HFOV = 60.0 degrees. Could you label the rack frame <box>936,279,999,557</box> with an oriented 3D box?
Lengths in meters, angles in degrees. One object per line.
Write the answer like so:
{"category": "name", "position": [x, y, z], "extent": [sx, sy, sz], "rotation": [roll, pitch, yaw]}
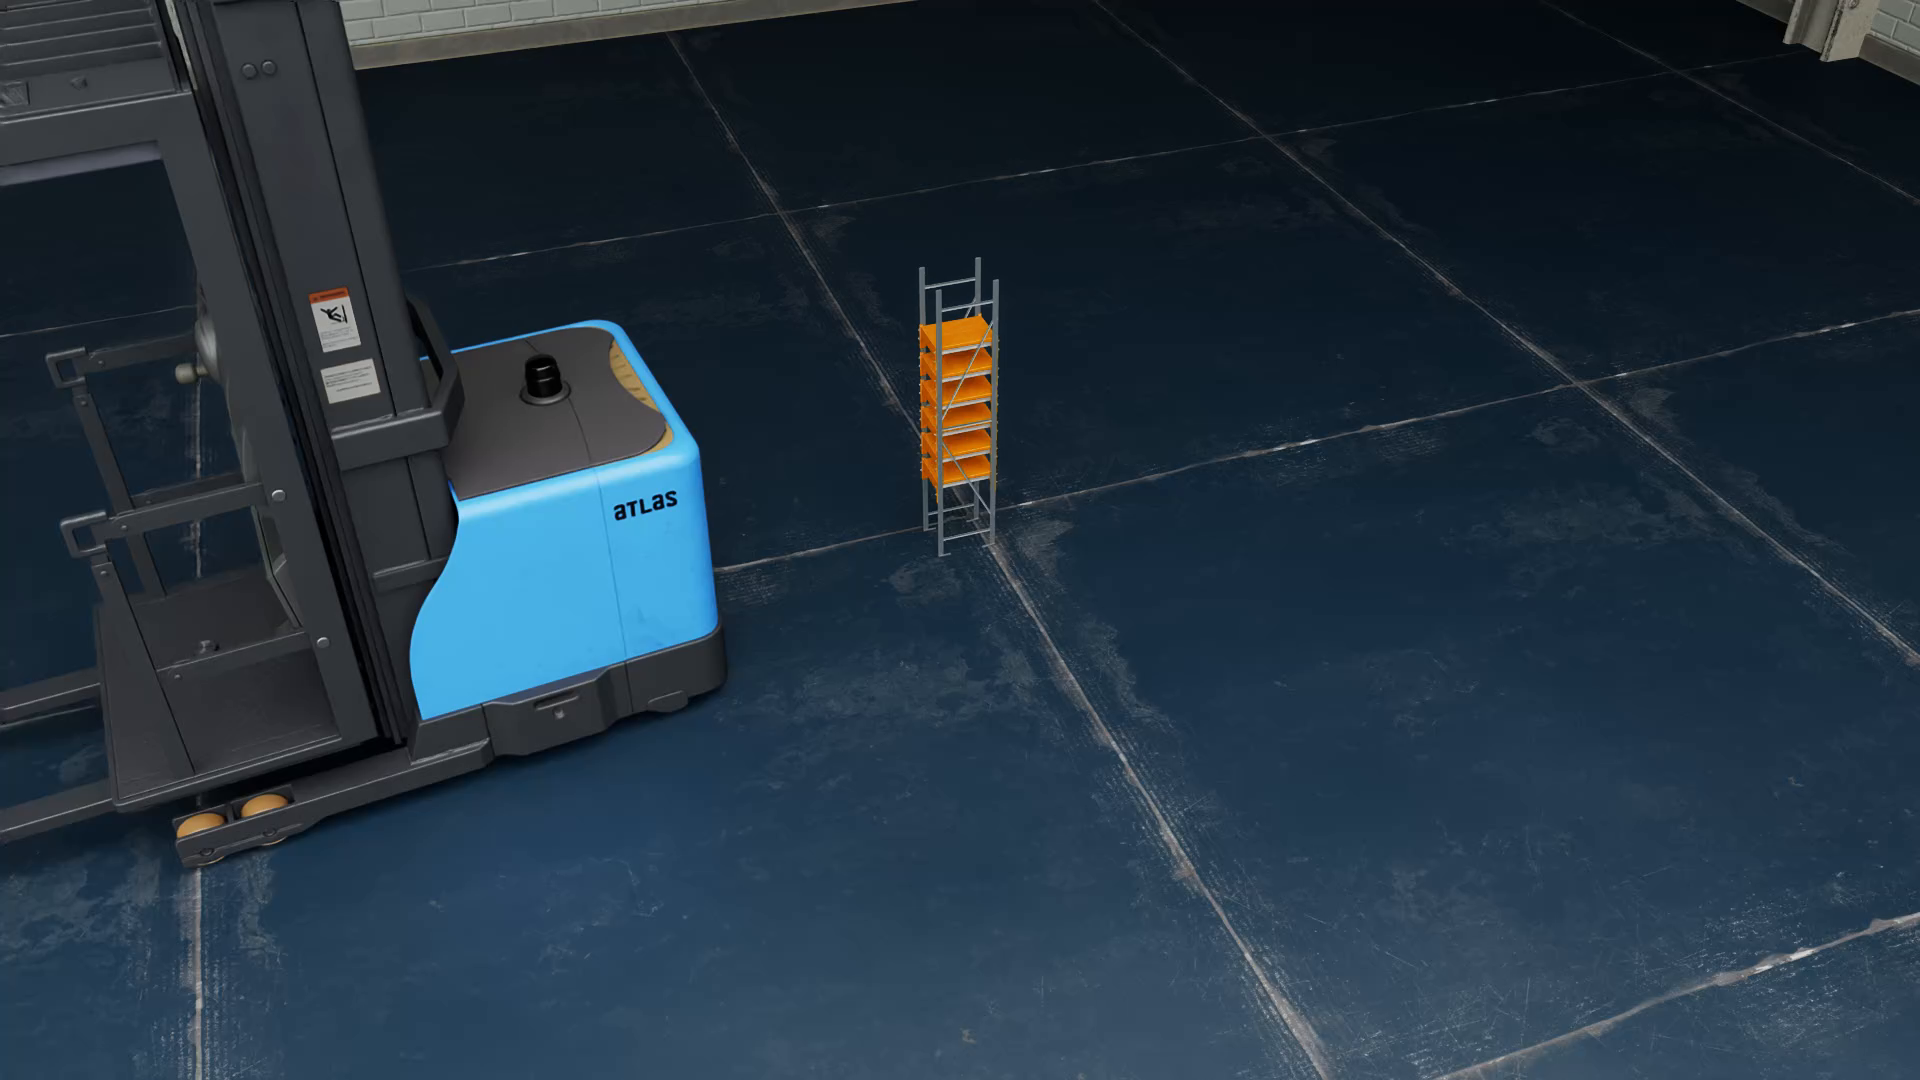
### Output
{"category": "rack frame", "position": [0.026, -0.436, 6.331], "extent": [0.240, 1.200, 0.006], "rotation": [-12, 39, -16]}

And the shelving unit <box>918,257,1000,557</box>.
{"category": "shelving unit", "position": [-0.005, -0.487, 6.400], "extent": [0.258, 1.200, 0.189], "rotation": [-12, 39, -16]}

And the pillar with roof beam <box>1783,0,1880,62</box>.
{"category": "pillar with roof beam", "position": [1.714, -5.985, 7.217], "extent": [9.100, 9.000, 0.400], "rotation": [-12, 39, -16]}

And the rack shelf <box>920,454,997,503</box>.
{"category": "rack shelf", "position": [-0.005, -0.260, 6.571], "extent": [0.258, 0.103, 0.180], "rotation": [-12, 39, -16]}

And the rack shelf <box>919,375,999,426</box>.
{"category": "rack shelf", "position": [-0.005, -0.548, 6.354], "extent": [0.258, 0.103, 0.180], "rotation": [-12, 39, -16]}

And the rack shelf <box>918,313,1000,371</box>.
{"category": "rack shelf", "position": [-0.005, -0.739, 6.210], "extent": [0.258, 0.103, 0.180], "rotation": [-12, 39, -16]}

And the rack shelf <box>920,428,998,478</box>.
{"category": "rack shelf", "position": [-0.005, -0.356, 6.499], "extent": [0.258, 0.103, 0.180], "rotation": [-12, 39, -16]}

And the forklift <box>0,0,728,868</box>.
{"category": "forklift", "position": [-2.392, -0.488, 4.962], "extent": [3.031, 2.935, 1.130], "rotation": [-16, 40, -20]}

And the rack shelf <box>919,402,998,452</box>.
{"category": "rack shelf", "position": [-0.005, -0.452, 6.427], "extent": [0.258, 0.103, 0.180], "rotation": [-12, 39, -16]}

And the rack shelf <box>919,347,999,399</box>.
{"category": "rack shelf", "position": [-0.005, -0.644, 6.282], "extent": [0.258, 0.103, 0.180], "rotation": [-12, 39, -16]}

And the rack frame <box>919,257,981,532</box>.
{"category": "rack frame", "position": [-0.036, -0.539, 6.468], "extent": [0.240, 1.200, 0.006], "rotation": [-12, 39, -16]}
